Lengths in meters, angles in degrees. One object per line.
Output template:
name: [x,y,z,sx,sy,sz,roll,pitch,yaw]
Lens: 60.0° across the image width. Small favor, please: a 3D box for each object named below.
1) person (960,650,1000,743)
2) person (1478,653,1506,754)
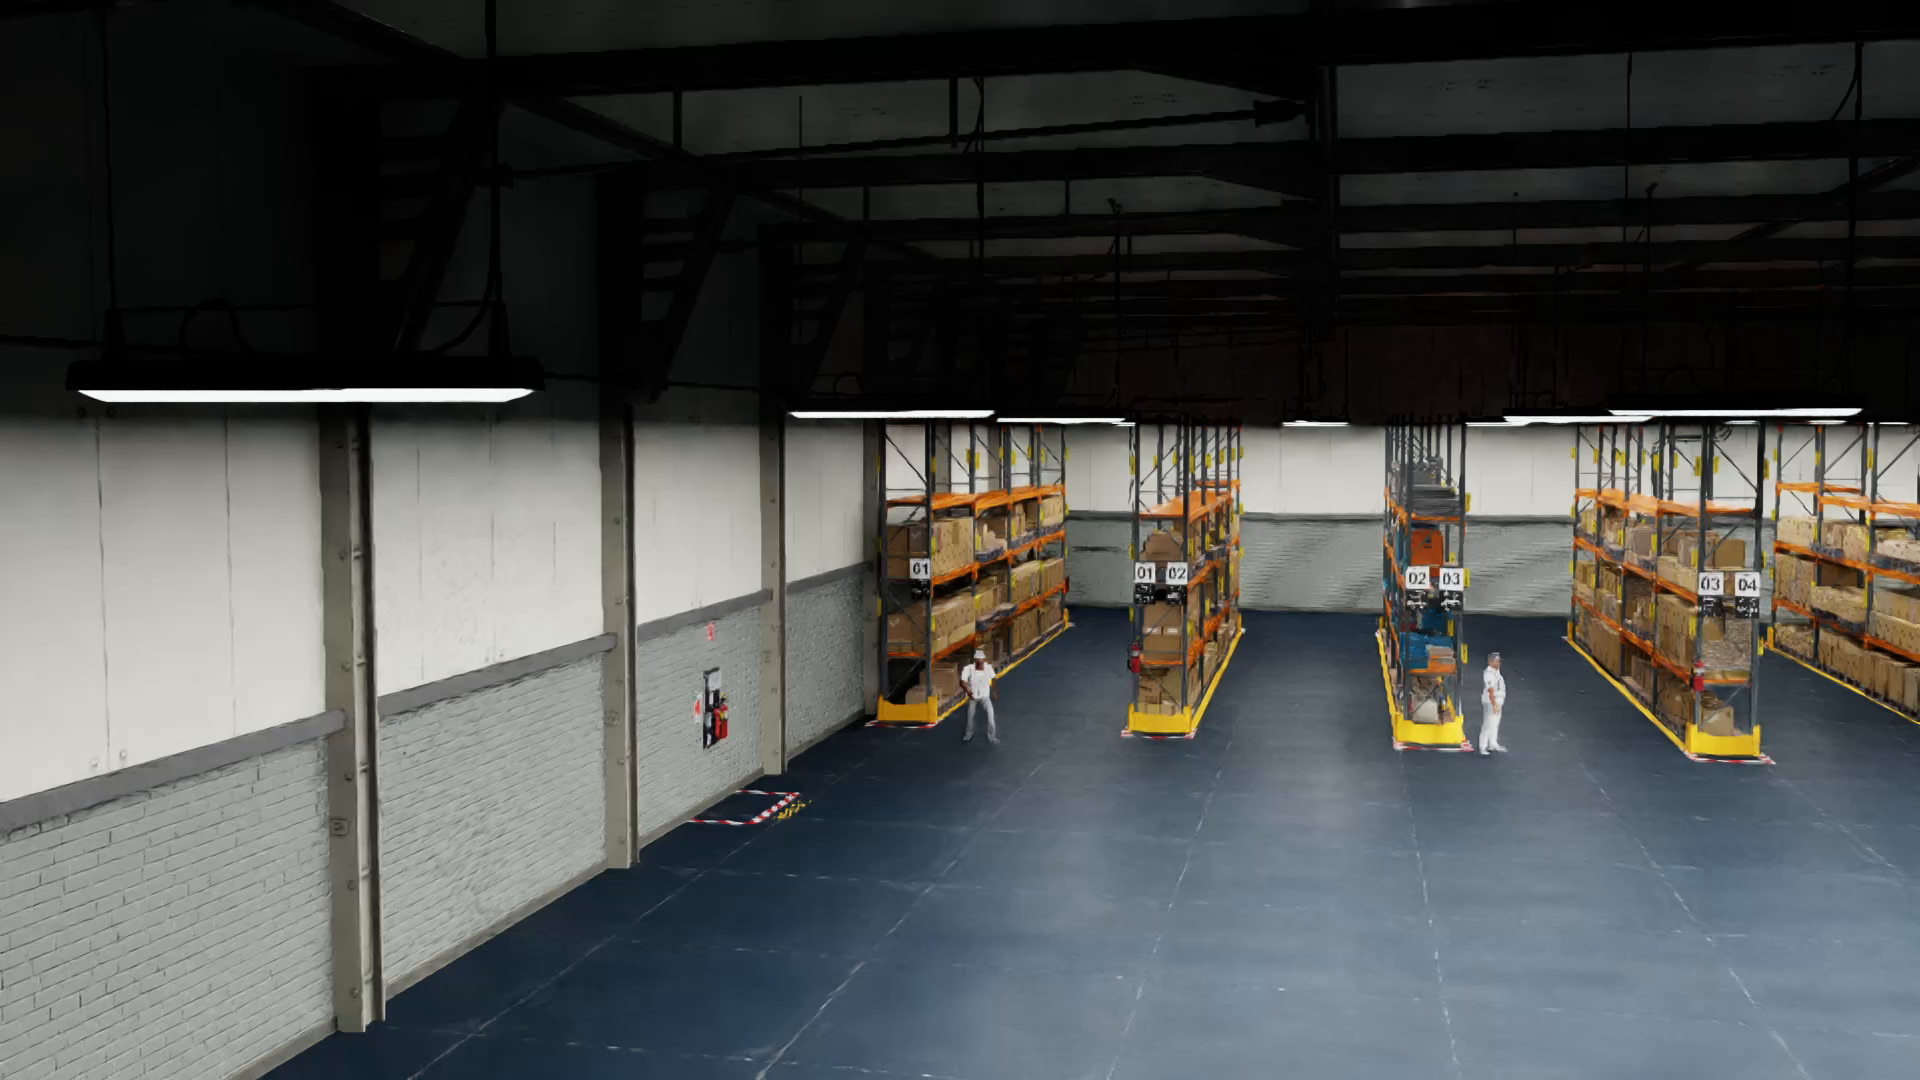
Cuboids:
person: [0.341,2.822,30.174,0.713,1.698,0.809,0,4,-5]
person: [9.356,2.850,29.205,0.417,1.759,0.708,2,4,28]
